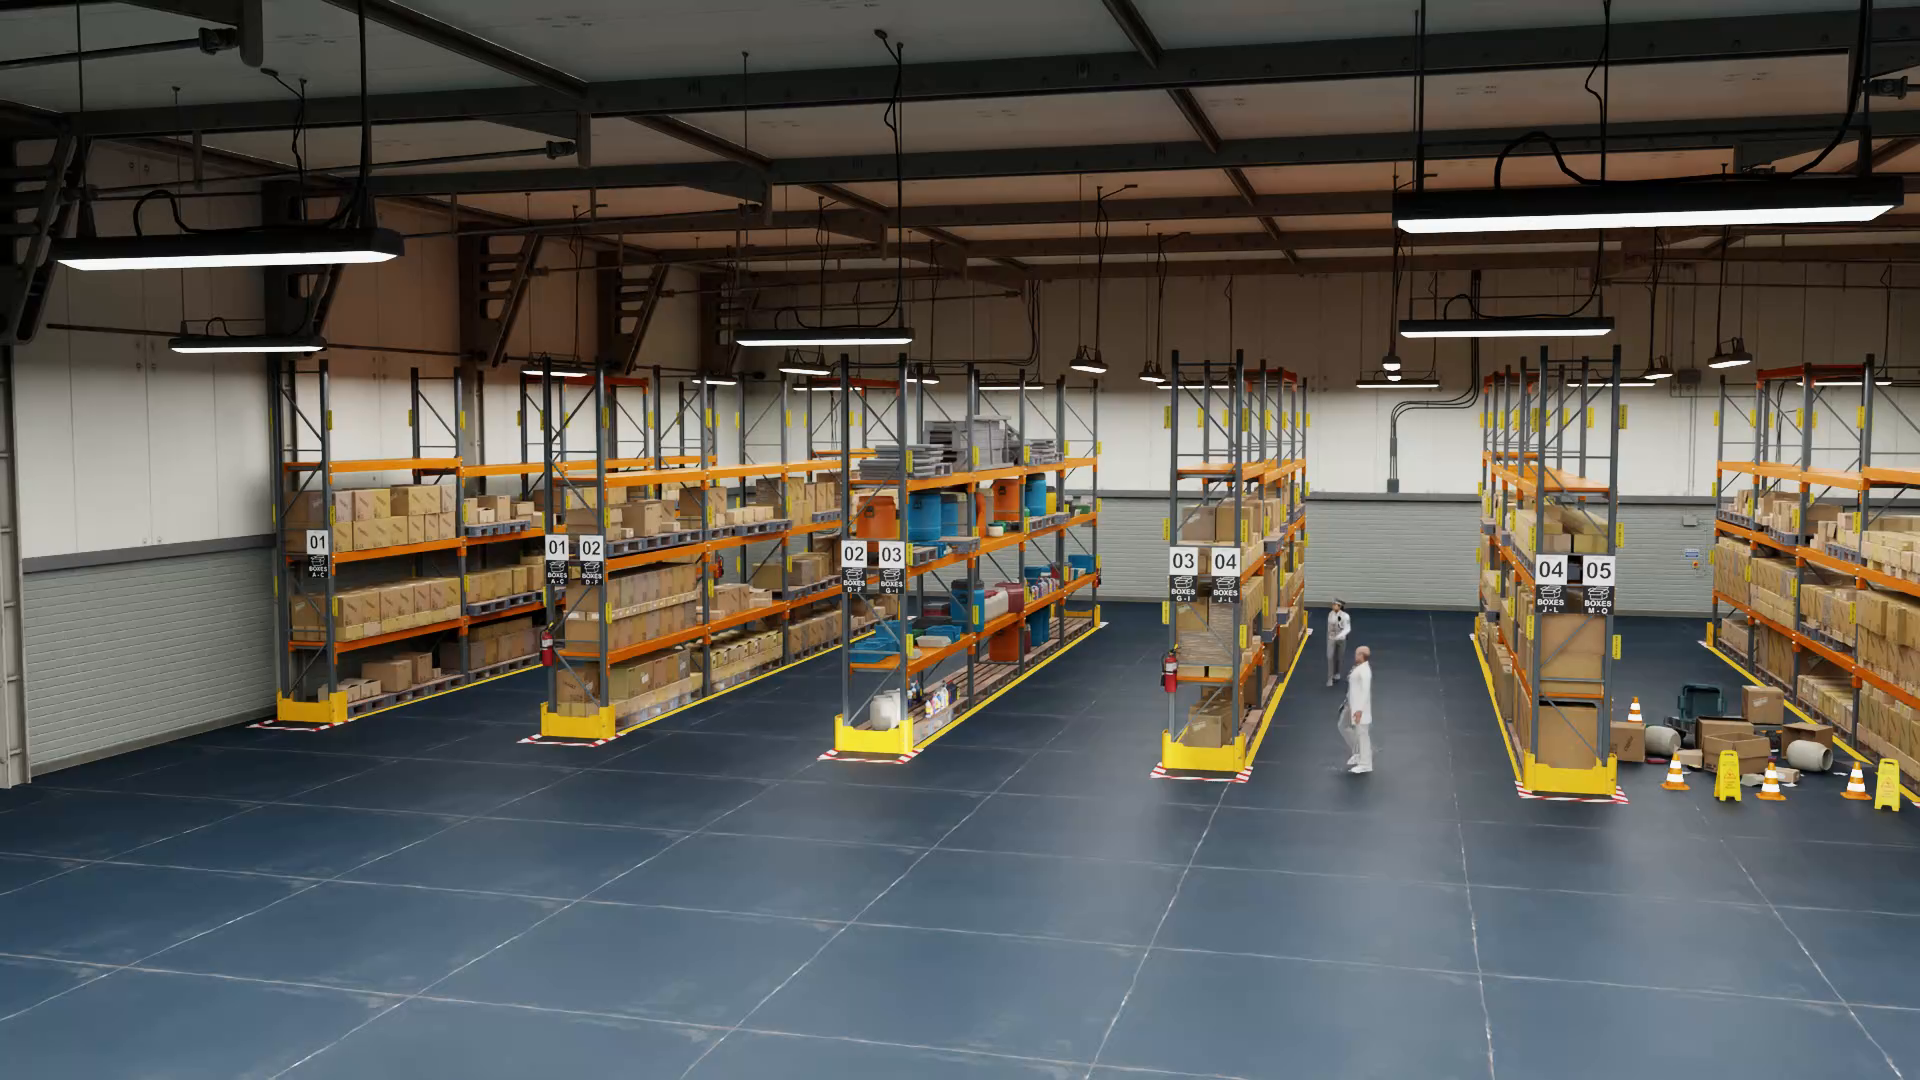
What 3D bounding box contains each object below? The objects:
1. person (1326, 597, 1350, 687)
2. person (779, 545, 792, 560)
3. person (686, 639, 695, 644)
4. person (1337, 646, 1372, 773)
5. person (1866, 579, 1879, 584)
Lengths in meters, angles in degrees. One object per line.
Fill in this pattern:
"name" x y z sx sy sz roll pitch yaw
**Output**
"person" 7.202 1.917 31.630 0.440 1.675 0.948 1 4 16
"person" -4.502 0.982 43.746 0.466 1.713 0.544 1 4 17
"person" -5.646 1.652 34.305 0.490 1.743 0.996 1 4 15
"person" 5.683 2.392 23.759 0.470 1.778 0.684 -1 4 -10
"person" 21.759 1.332 39.577 0.908 1.622 0.468 0 4 -4
